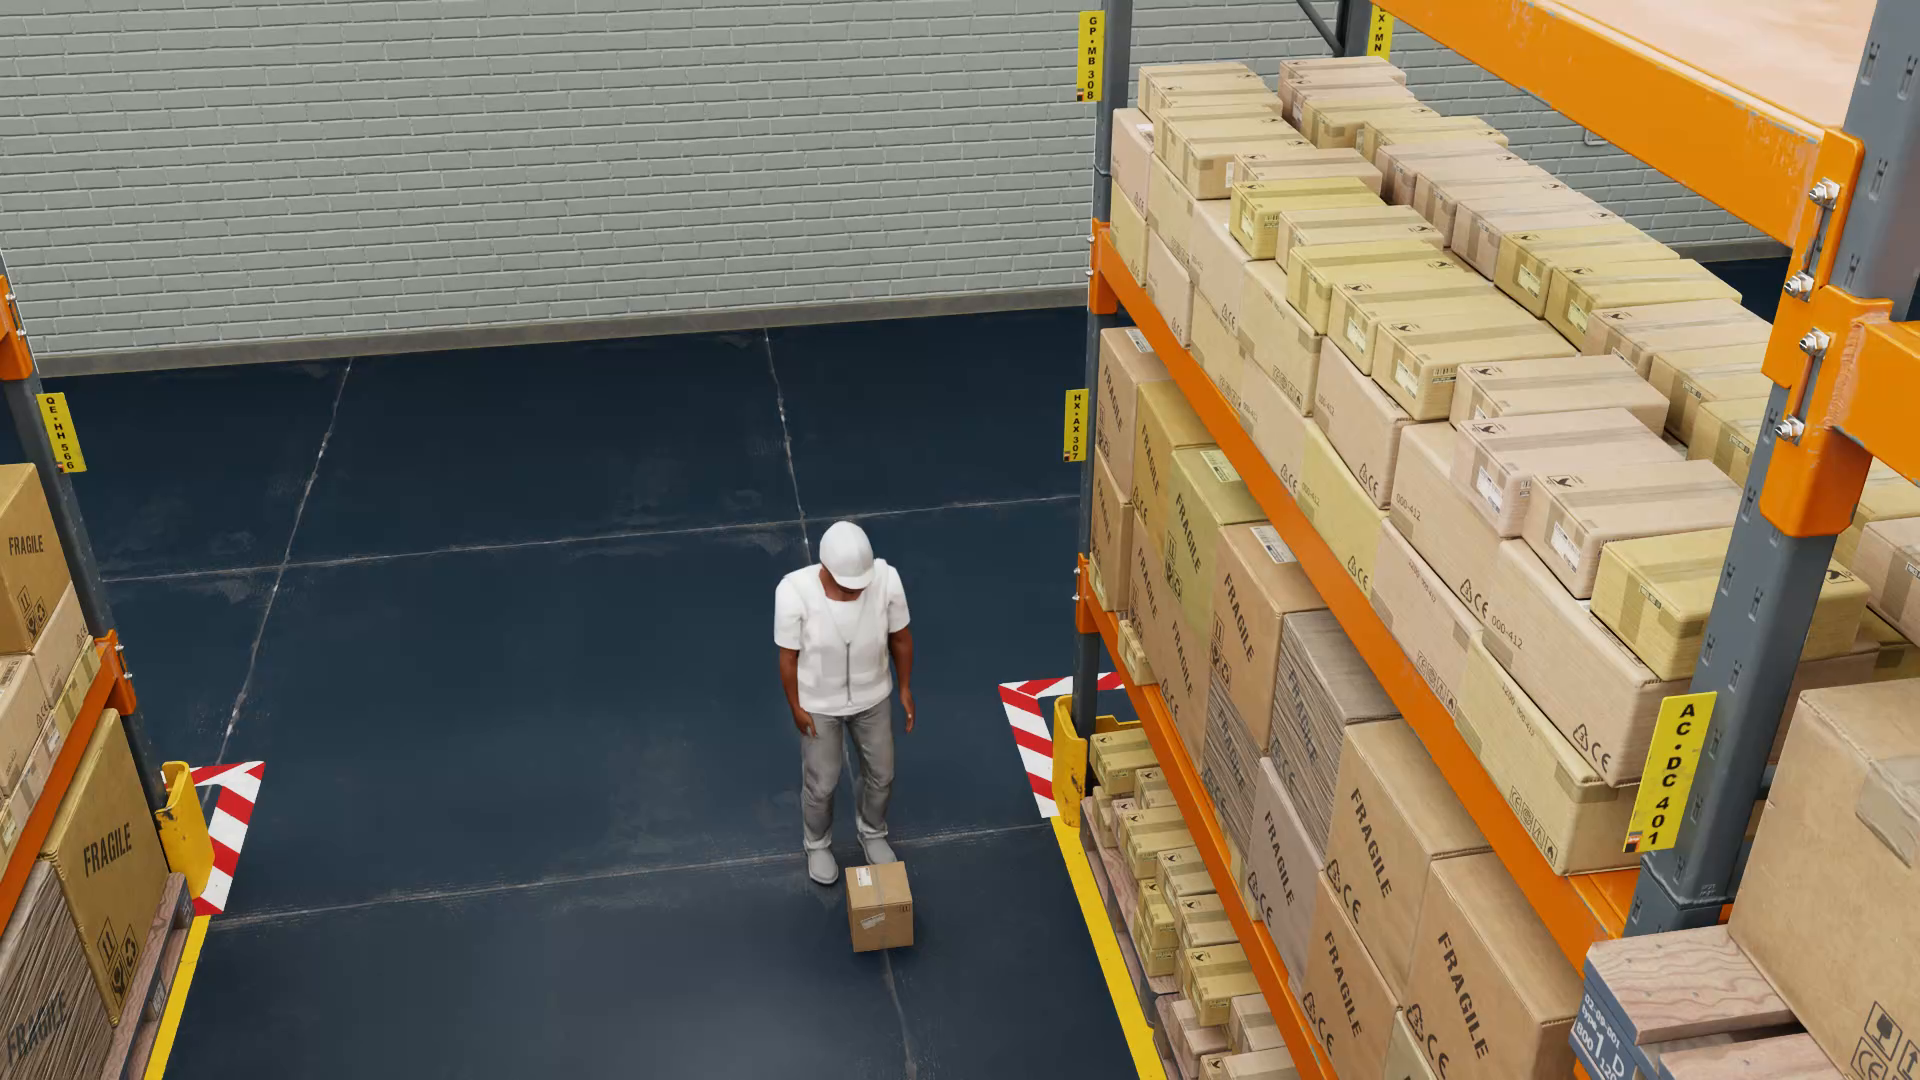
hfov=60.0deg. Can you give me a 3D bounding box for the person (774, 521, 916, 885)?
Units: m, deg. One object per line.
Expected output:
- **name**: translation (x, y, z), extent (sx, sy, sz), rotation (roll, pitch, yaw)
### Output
- **person**: translation (-0.468, 0.670, 7.000), extent (0.578, 1.743, 0.396), rotation (-9, 32, -15)
